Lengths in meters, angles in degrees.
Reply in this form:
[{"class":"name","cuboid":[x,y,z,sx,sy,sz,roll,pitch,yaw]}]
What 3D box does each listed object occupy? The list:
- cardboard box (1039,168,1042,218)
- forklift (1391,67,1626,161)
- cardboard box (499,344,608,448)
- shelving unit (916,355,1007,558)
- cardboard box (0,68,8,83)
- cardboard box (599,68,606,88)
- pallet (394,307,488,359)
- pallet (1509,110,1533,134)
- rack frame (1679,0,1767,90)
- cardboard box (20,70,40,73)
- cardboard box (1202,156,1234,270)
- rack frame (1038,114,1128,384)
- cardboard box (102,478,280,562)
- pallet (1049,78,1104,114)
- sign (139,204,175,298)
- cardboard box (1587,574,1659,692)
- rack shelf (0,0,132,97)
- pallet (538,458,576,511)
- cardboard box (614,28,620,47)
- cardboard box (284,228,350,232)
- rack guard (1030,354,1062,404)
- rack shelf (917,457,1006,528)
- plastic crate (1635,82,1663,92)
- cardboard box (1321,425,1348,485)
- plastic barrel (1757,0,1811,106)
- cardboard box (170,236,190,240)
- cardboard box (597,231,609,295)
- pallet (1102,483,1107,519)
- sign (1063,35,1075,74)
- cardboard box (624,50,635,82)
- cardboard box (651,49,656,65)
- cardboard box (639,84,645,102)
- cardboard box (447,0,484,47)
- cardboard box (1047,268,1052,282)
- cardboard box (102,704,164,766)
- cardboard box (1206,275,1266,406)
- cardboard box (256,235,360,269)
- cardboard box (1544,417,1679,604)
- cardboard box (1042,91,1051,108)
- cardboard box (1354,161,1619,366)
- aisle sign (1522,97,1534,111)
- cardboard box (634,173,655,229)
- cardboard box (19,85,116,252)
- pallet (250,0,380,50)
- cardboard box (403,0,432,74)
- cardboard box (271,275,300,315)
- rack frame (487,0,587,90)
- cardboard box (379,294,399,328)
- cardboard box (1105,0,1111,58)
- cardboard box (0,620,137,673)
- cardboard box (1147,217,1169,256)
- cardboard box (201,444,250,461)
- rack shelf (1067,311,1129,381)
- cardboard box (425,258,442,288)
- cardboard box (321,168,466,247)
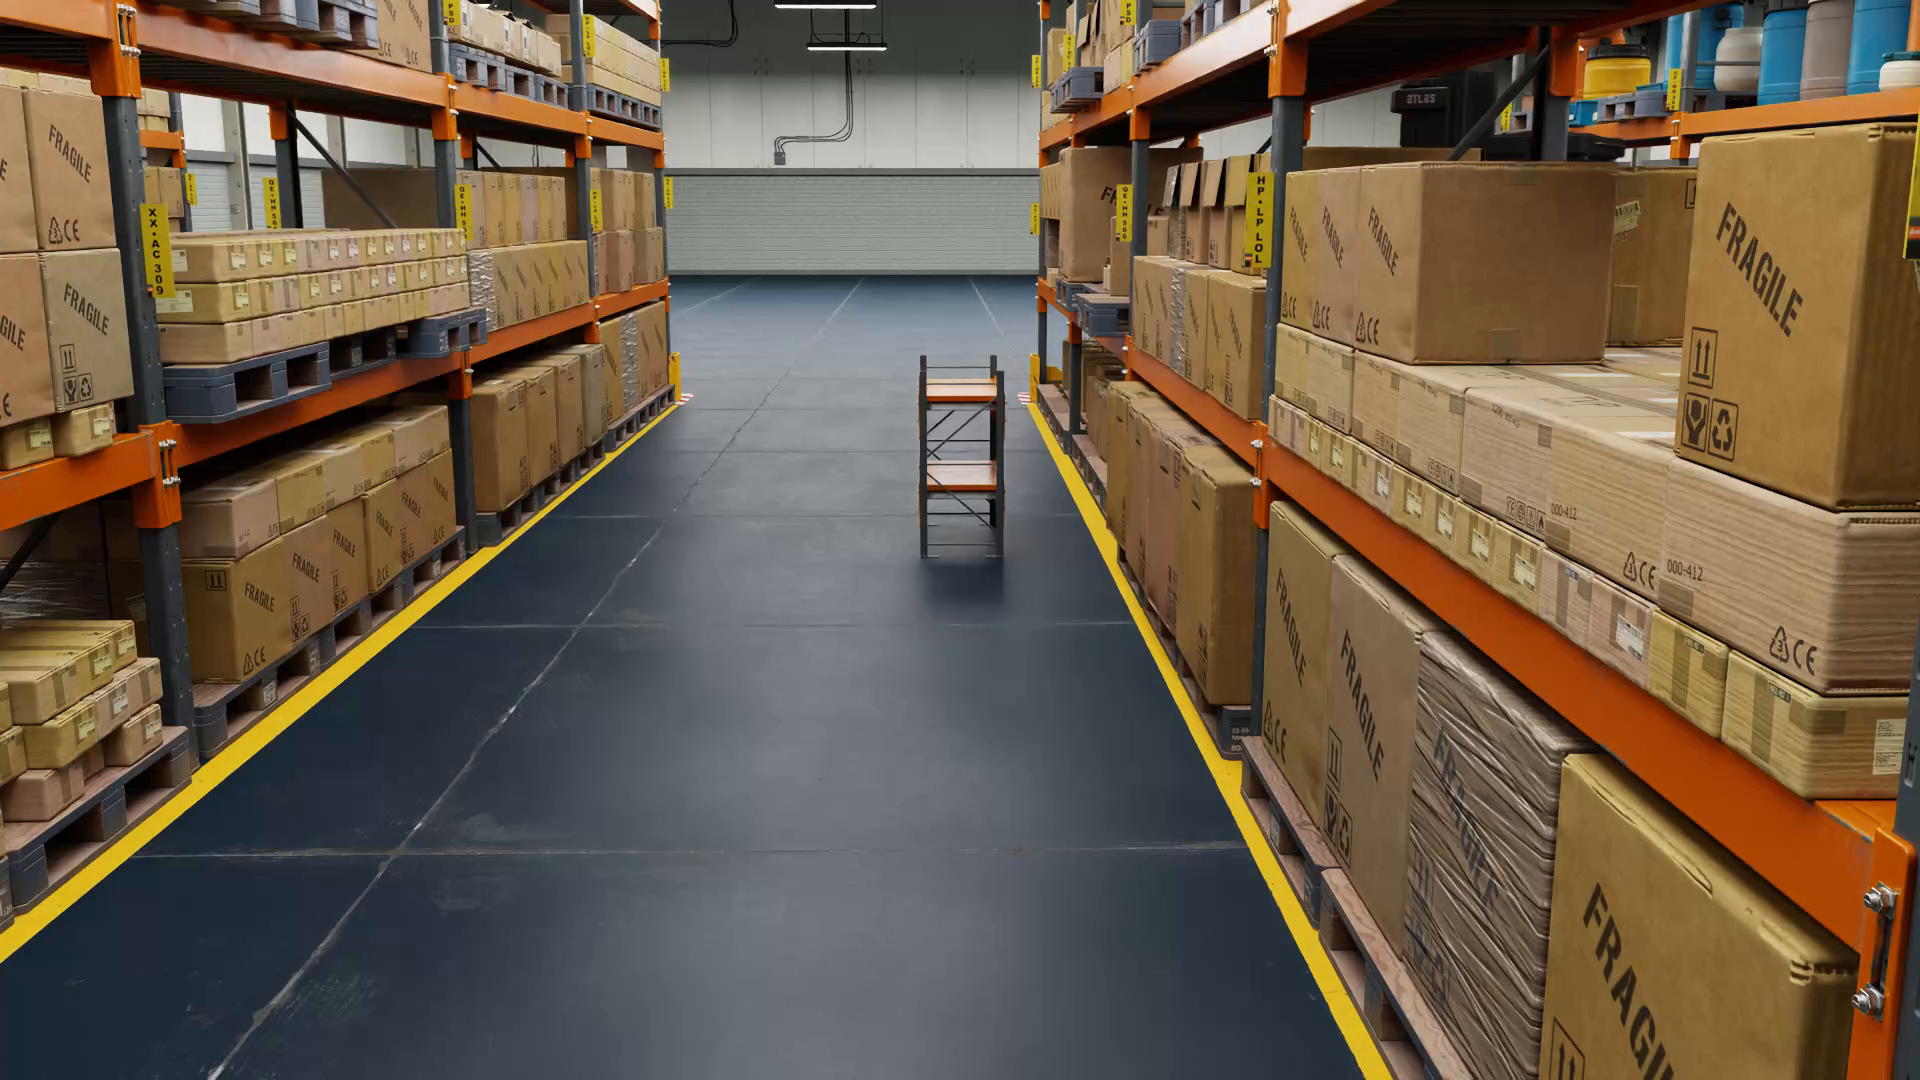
[{"class":"cardboard box","cuboid":[1.080,-3.550,16.999,0.500,0.500,0.500,0,11,-1]},{"class":"forklift","cuboid":[3.568,-1.500,10.579,3.031,2.935,1.130,7,13,32]},{"class":"cardboard box","cuboid":[-3.435,-1.161,13.338,1.050,0.750,0.750,0,11,-1]},{"class":"shelving unit","cuboid":[0.000,-0.550,10.441,0.538,1.125,1.048,0,11,-1]},{"class":"cardboard box","cuboid":[-8.220,-3.771,13.687,0.500,0.250,0.500,0,11,-2]},{"class":"cardboard box","cuboid":[-3.212,-3.907,14.054,0.380,0.149,0.250,0,11,-1]},{"class":"pallet","cuboid":[-3.334,-1.150,9.166,1.213,0.211,1.003,0,11,-1]},{"class":"pallet","cuboid":[6.212,-4.209,16.691,1.003,0.211,1.213,0,11,-1]},{"class":"rack frame","cuboid":[6.375,-5.141,13.267,1.000,3.000,0.127,0,11,-1]},{"class":"cardboard box","cuboid":[-8.174,-4.098,14.297,0.380,0.149,0.250,0,11,-2]},{"class":"cardboard box","cuboid":[1.536,-1.518,7.722,0.797,0.503,0.637,0,11,1]},{"class":"rack frame","cuboid":[1.341,-2.976,17.683,1.000,3.000,0.127,0,11,-1]},{"class":"cardboard box","cuboid":[-3.123,-0.086,6.785,0.500,0.250,0.500,-1,11,-4]},{"class":"pallet","cuboid":[1.330,-3.436,12.877,1.213,0.211,1.003,0,11,-1]},{"class":"sign","cuboid":[-2.830,-1.018,5.856,0.100,0.325,0.005,0,11,-1]},{"class":"cardboard box","cuboid":[1.324,0.157,2.875,0.380,0.149,0.250,0,11,-1]},{"class":"rack shelf","cuboid":[-3.331,-1.310,3.737,1.077,0.370,4.000,0,11,-1]},{"class":"pallet","cuboid":[-3.418,-0.418,12.086,1.003,0.211,1.213,0,11,-1]},{"class":"cardboard box","cuboid":[-3.228,-4.449,14.720,0.380,0.149,0.250,0,11,-1]},{"class":"cardboard box","cuboid":[-3.639,-1.666,9.306,0.380,0.149,0.250,0,11,-1]},{"class":"rack guard","cuboid":[1.342,-1.736,17.857,1.175,0.500,0.348,0,11,-1]},{"class":"rack shelf","cuboid":[0.000,-0.310,10.489,0.538,0.278,1.000,0,11,-1]},{"class":"plastic crate","cuboid":[6.633,-4.081,15.624,0.392,0.384,0.575,0,11,-1]},{"class":"cardboard box","cuboid":[1.281,-0.250,4.880,0.380,0.149,0.250,-1,11,-3]},{"class":"plastic barrel","cuboid":[6.603,-3.817,13.022,0.600,0.901,0.708,0,11,-1]},{"class":"cardboard box","cuboid":[-3.593,-1.249,7.252,0.380,0.149,0.250,-1,11,-3]},{"class":"cardboard box","cuboid":[-3.591,-2.436,14.647,0.875,0.550,0.550,0,11,-1]},{"class":"pallet","cuboid":[1.492,-0.174,10.887,1.003,0.211,1.213,0,11,-1]},{"class":"sign","cuboid":[0.881,-3.900,13.395,0.100,0.325,0.005,0,11,-1]},{"class":"cardboard box","cuboid":[-3.302,-4.377,15.367,0.500,0.250,0.500,0,11,-1]},{"class":"cardboard box","cuboid":[-3.270,-4.853,16.709,0.380,0.149,0.250,0,11,-1]},{"class":"cardboard box","cuboid":[-3.253,-4.310,16.040,0.380,0.149,0.250,0,11,-2]},{"class":"cardboard box","cuboid":[-3.250,-3.211,10.215,0.500,0.311,0.500,0,11,-1]},{"class":"cardboard box","cuboid":[1.085,-2.695,16.933,0.380,0.149,0.250,0,11,-1]},{"class":"cardboard box","cuboid":[-3.023,0.678,5.788,0.380,0.149,0.250,0,11,0]},{"class":"cardboard box","cuboid":[1.303,-0.830,6.853,0.500,0.500,0.500,0,11,1]},{"class":"cardboard box","cuboid":[-2.948,-1.302,7.510,0.380,0.149,0.250,0,11,1]},{"class":"cardboard box","cuboid":[1.386,-0.064,2.957,0.500,0.250,0.500,0,11,-2]},{"class":"cardboard box","cuboid":[1.024,-4.460,16.829,0.380,0.149,0.250,0,11,0]},{"class":"cardboard box","cuboid":[1.361,-0.733,4.369,0.500,0.500,0.500,-1,11,-3]},{"class":"aisle sign","cuboid":[5.998,-4.283,17.589,0.394,0.787,0.004,0,11,-1]},{"class":"cardboard box","cuboid":[-3.548,-3.395,16.658,0.875,0.550,0.550,0,11,-1]},{"class":"cardboard box","cuboid":[-3.092,-1.183,5.329,0.500,0.500,0.500,-1,11,-3]},{"class":"pallet","cuboid":[-3.303,-2.297,7.267,1.213,0.211,1.003,0,11,-1]},{"class":"cardboard box","cuboid":[-3.189,-2.792,8.980,0.500,0.500,0.500,0,11,-1]},{"class":"cardboard box","cuboid":[-2.934,-1.002,6.779,0.380,0.149,0.250,0,11,0]},{"class":"rack frame","cuboid":[-3.537,-5.120,13.166,1.000,3.000,0.127,0,11,-1]},{"class":"cardboard box","cuboid":[-2.964,-1.117,8.095,0.380,0.149,0.250,0,11,1]},{"class":"cardboard box","cuboid":[1.230,-3.444,10.936,0.500,0.500,0.500,0,11,0]},{"class":"cardboard box","cuboid":[-3.105,0.379,5.763,0.380,0.149,0.250,0,11,0]},{"class":"cardboard box","cuboid":[1.455,-1.748,10.321,0.500,0.500,0.500,-2,12,-8]},{"class":"cardboard box","cuboid":[-3.663,-0.293,7.802,0.500,0.250,0.500,-1,11,-4]},{"class":"rack shelf","cuboid":[1.465,-1.431,11.875,1.077,0.370,4.000,0,11,-1]},{"class":"cardboard box","cuboid":[-2.974,-1.412,8.802,0.380,0.149,0.250,0,11,0]},{"class":"cardboard box","cuboid":[-3.454,-2.014,10.173,0.700,0.500,0.500,0,11,-1]}]
